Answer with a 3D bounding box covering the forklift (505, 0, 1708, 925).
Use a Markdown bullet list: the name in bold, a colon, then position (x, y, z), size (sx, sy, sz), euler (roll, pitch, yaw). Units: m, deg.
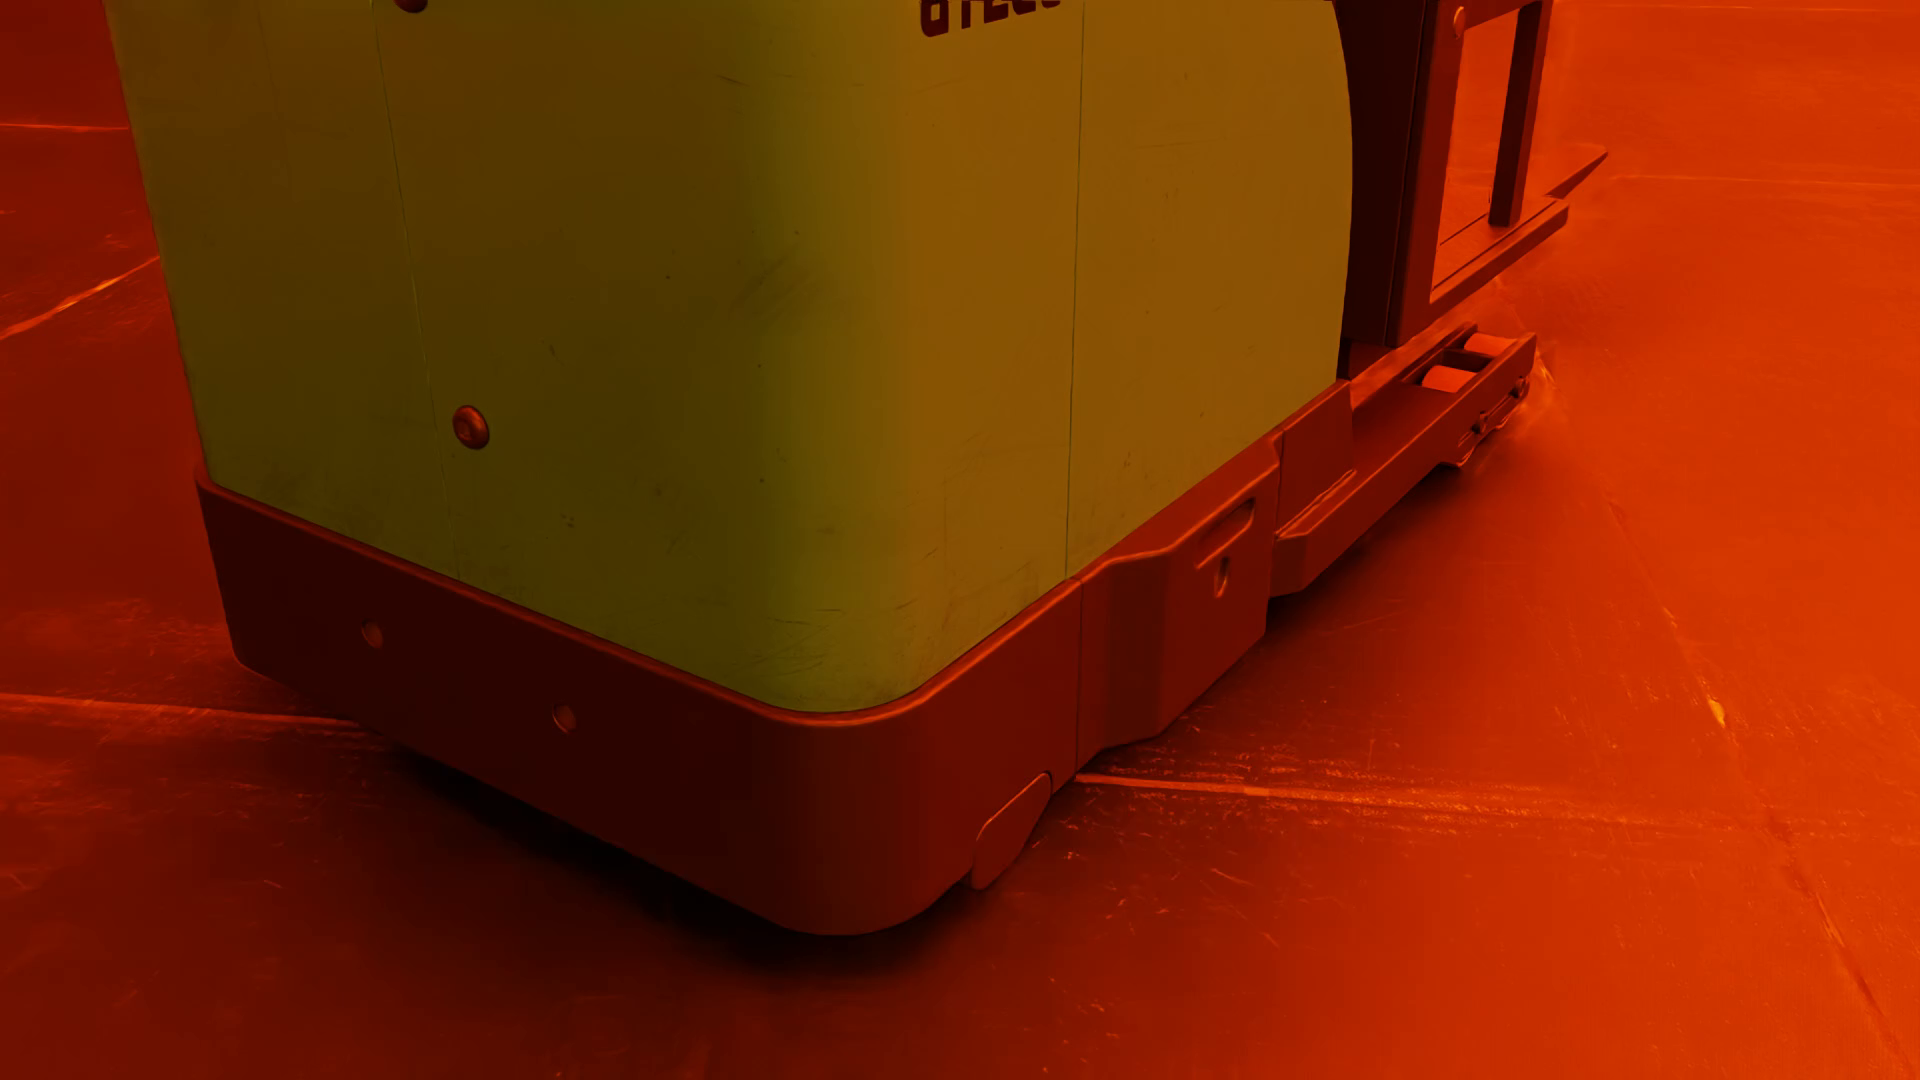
- **forklift**: position (-0.185, -1.580, 2.384), size (1.130, 2.935, 3.031), euler (-7, 27, -14)
